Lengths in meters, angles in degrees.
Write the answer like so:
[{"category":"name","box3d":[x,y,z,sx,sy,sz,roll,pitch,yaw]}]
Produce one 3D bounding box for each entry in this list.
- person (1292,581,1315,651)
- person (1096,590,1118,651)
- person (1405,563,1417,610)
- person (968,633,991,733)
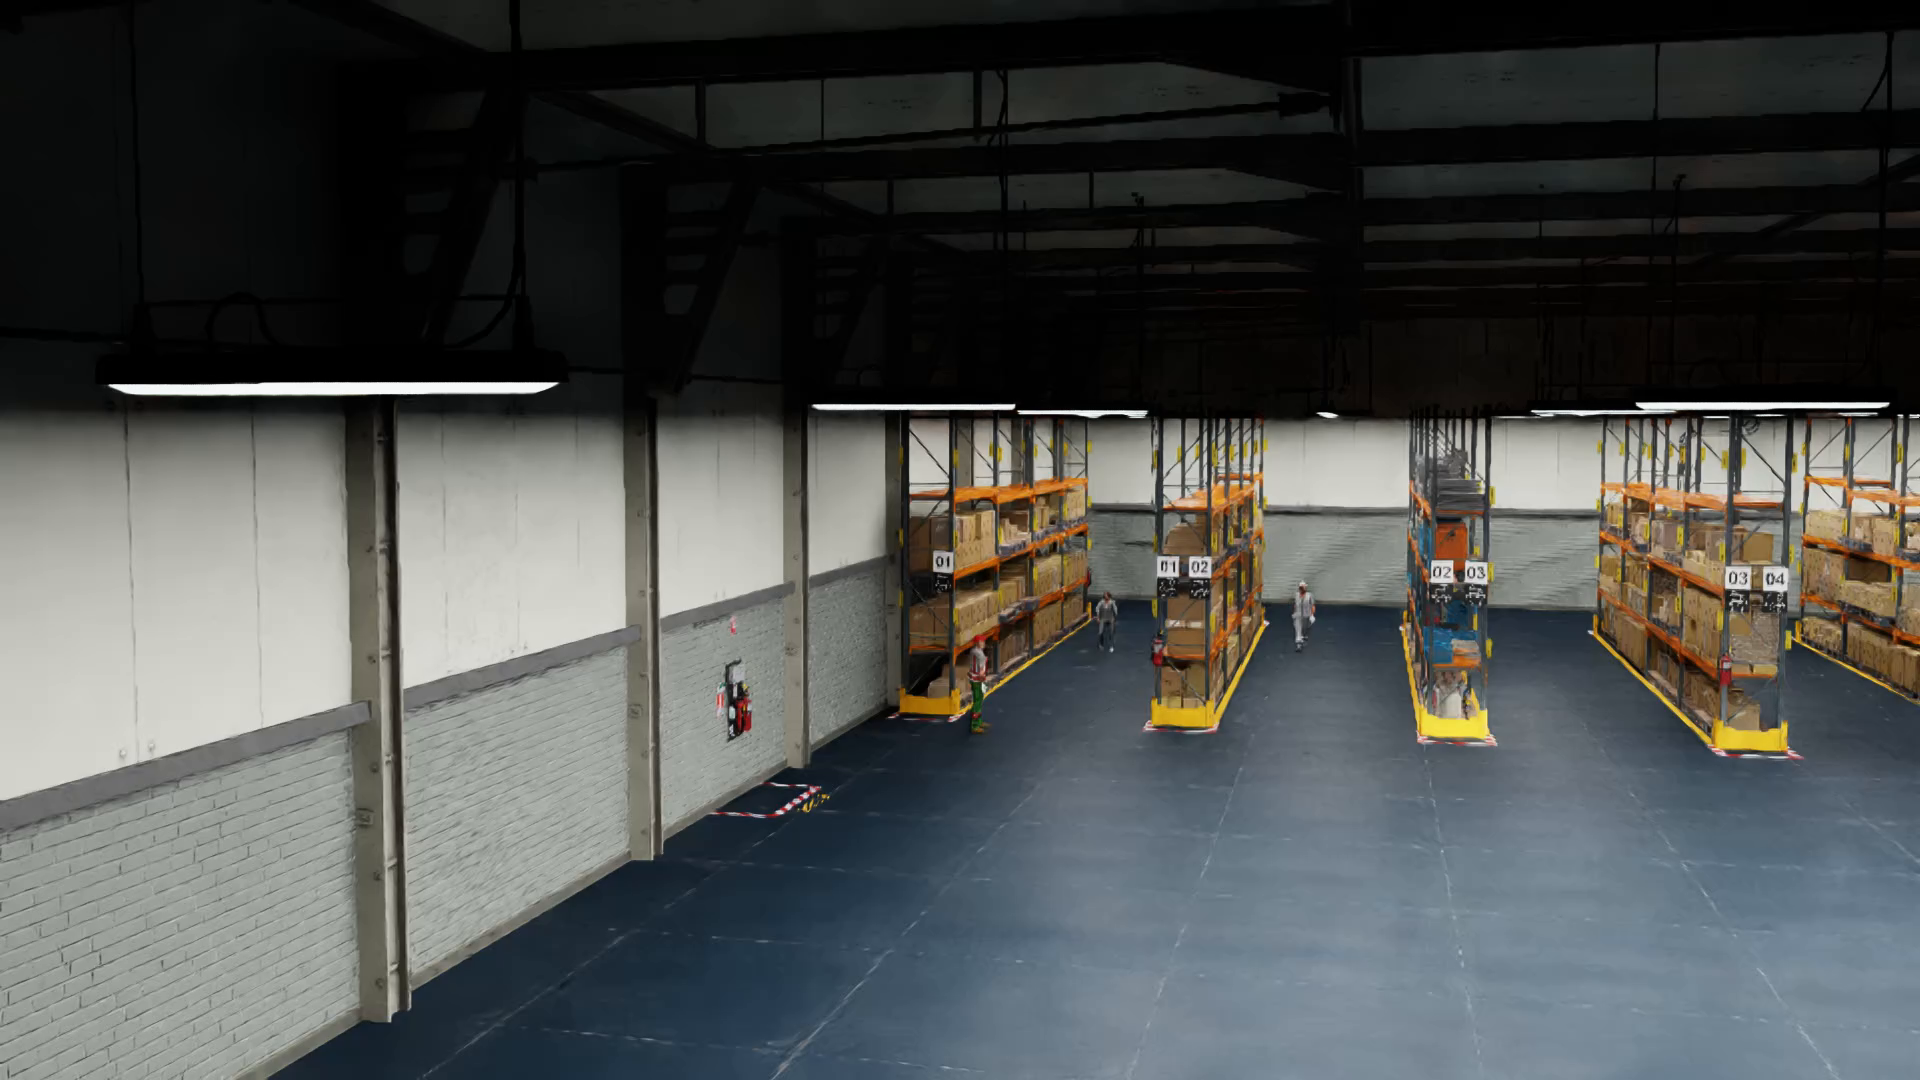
[{"category":"person","box3d":[8.550,1.885,41.415,0.564,1.736,1.044,1,4,12]},{"category":"person","box3d":[3.650,1.995,41.347,0.566,1.541,0.519,1,4,10]},{"category":"person","box3d":[12.979,1.487,47.420,0.521,1.651,0.675,4,6,44]},{"category":"person","box3d":[0.385,2.611,30.625,0.468,1.794,0.625,-1,4,-14]}]
